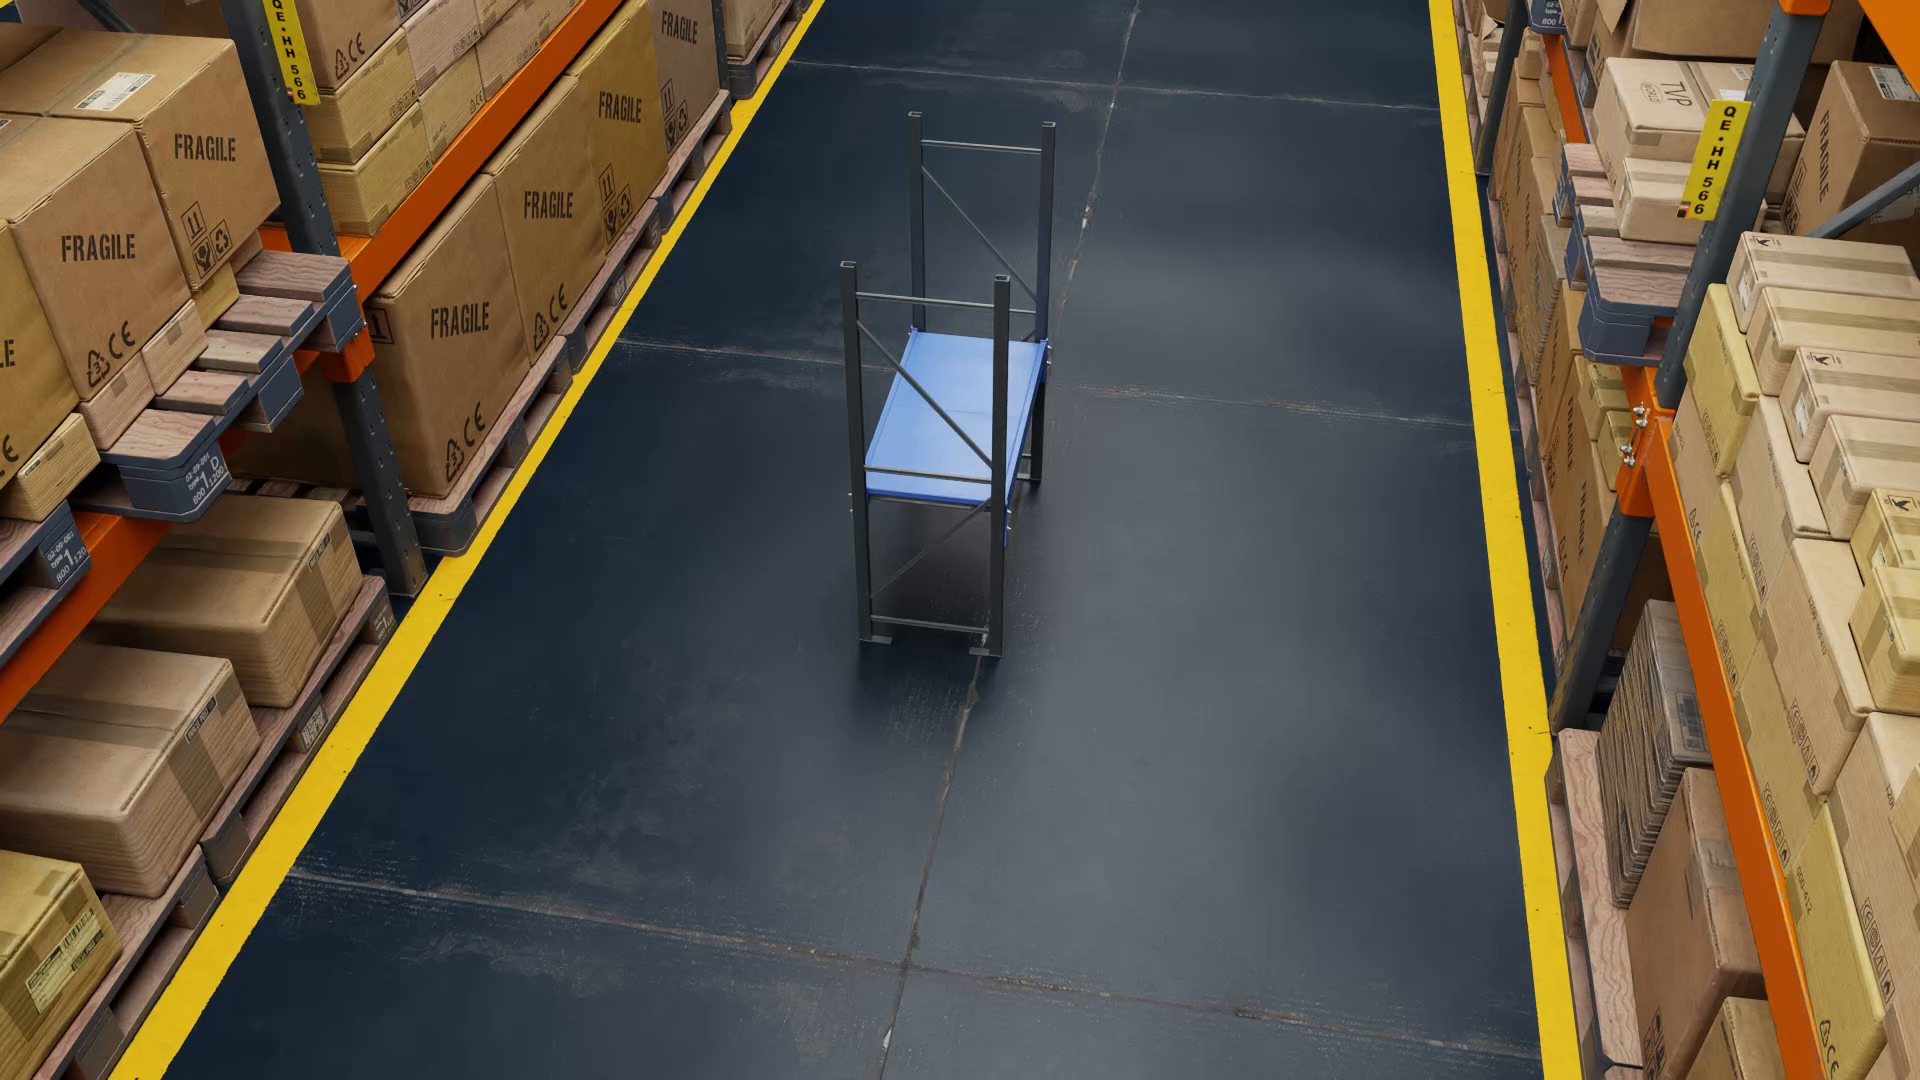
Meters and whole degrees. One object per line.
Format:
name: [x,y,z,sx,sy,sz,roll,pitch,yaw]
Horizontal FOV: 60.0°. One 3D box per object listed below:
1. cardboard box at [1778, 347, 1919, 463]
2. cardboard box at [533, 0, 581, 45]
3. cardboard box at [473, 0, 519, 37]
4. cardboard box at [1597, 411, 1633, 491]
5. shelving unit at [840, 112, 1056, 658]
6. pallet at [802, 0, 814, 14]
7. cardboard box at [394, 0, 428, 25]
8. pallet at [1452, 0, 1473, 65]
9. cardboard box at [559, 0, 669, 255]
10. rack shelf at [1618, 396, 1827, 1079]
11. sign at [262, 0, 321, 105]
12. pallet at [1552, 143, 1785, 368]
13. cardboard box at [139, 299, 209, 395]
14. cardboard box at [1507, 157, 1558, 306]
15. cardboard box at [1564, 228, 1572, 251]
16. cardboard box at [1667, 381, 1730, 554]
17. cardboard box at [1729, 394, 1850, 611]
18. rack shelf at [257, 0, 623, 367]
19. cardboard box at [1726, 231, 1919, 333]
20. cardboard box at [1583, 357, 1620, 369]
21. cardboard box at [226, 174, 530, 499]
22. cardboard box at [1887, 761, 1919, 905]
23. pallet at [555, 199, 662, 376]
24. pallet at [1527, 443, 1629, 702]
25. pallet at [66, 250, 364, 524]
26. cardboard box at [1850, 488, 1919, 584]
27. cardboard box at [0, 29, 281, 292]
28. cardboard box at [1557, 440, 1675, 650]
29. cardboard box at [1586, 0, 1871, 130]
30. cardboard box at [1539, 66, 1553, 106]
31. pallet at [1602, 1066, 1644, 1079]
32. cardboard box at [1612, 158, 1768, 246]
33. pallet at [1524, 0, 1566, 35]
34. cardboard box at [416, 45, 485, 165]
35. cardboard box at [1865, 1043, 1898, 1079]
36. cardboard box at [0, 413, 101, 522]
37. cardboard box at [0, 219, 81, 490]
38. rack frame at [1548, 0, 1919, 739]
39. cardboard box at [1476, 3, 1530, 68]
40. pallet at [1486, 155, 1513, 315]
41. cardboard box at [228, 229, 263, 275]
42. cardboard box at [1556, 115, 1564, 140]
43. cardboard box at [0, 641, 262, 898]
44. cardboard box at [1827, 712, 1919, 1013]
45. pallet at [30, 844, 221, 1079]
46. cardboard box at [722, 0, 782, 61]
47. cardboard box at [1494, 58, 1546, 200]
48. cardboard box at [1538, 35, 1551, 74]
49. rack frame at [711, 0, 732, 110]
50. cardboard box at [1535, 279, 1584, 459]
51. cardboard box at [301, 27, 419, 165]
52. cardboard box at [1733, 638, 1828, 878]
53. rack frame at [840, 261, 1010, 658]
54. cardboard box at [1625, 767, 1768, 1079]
cardboard box: [2.036,-0.278,3.644,0.380,0.149,0.250,7,40,9]
cardboard box: [-1.862,-2.218,6.696,0.500,0.250,0.500,6,40,8]
cardboard box: [-1.924,-2.095,6.155,0.500,0.250,0.500,6,40,8]
cardboard box: [2.281,-0.275,5.351,0.380,0.149,0.250,5,40,5]
shelving unit: [-0.015,-0.524,5.707,0.538,1.500,1.048,6,40,8]
pallet: [-1.335,-3.706,10.566,1.003,0.211,1.213,6,40,8]
cardboard box: [-2.042,-2.052,5.515,0.500,0.500,0.500,7,40,8]
pallet: [3.466,-3.123,9.862,1.003,0.211,1.213,6,40,8]
cardboard box: [-1.929,-1.921,7.557,0.875,0.875,0.875,7,40,9]
rack shelf: [2.099,1.044,3.198,1.077,0.370,4.000,6,40,8]
sign: [-1.908,-1.395,4.737,0.100,0.325,0.005,6,40,8]
pallet: [2.493,-0.848,5.072,1.213,0.211,1.003,6,40,8]
cardboard box: [-2.244,-0.528,4.402,0.380,0.149,0.250,6,40,7]
cardboard box: [2.659,-1.271,7.065,0.500,0.500,0.500,5,40,6]
cardboard box: [2.538,-1.104,6.354,0.380,0.149,0.250,5,40,6]
cardboard box: [2.128,-0.179,4.230,0.500,0.250,0.500,7,40,8]
cardboard box: [2.040,-0.058,3.691,0.500,0.250,0.500,8,40,9]
rack shelf: [-2.098,-2.011,6.893,1.077,0.370,4.000,6,40,8]
cardboard box: [2.100,-0.610,4.046,0.380,0.149,0.250,8,40,9]
cardboard box: [2.387,-0.610,5.757,0.380,0.149,0.250,5,40,6]
cardboard box: [-2.243,-0.801,6.202,0.875,0.875,0.875,6,40,7]
cardboard box: [1.755,0.514,2.686,0.380,0.149,0.250,5,40,6]
pallet: [-2.020,-1.209,7.546,1.003,0.211,1.213,6,40,8]
pallet: [2.612,0.122,5.937,1.003,0.211,1.213,6,40,8]
pallet: [-2.463,-0.501,4.652,1.213,0.211,1.003,6,40,8]
cardboard box: [1.989,0.049,3.249,0.380,0.149,0.250,7,40,8]
cardboard box: [-2.249,-1.033,4.503,0.500,0.500,0.500,5,40,6]
cardboard box: [2.307,0.024,5.499,0.500,0.500,0.500,7,40,9]
cardboard box: [2.545,-1.735,5.584,0.797,0.503,0.637,6,40,7]
cardboard box: [2.841,-2.069,7.522,0.380,0.149,0.250,5,40,6]
pallet: [2.051,1.862,3.832,1.003,0.211,1.213,6,40,8]
cardboard box: [2.181,-1.008,4.983,0.380,0.149,0.250,7,40,8]
pallet: [2.891,-2.435,6.992,1.003,0.211,1.213,6,40,8]
cardboard box: [-2.040,-1.579,5.924,0.500,0.250,0.500,5,40,6]
cardboard box: [1.780,1.110,2.671,0.500,0.250,0.500,7,40,8]
cardboard box: [-2.329,-0.196,4.001,0.380,0.149,0.250,7,40,8]
cardboard box: [-2.414,-0.390,3.726,0.500,0.500,0.500,4,40,5]
rack frame: [2.445,-0.489,4.487,1.000,3.000,0.127,6,40,8]
cardboard box: [3.006,-2.713,8.994,0.396,0.266,0.258,8,40,9]
pallet: [3.034,-1.409,7.789,1.003,0.211,1.213,6,40,8]
cardboard box: [-2.269,-0.867,4.812,0.380,0.149,0.250,8,40,9]
cardboard box: [2.774,-1.733,7.116,0.380,0.149,0.250,6,40,7]
cardboard box: [-2.672,0.635,4.861,0.950,0.372,0.625,6,40,7]
cardboard box: [1.868,0.592,2.905,0.500,0.250,0.500,7,40,8]
pallet: [-2.794,1.295,4.518,1.003,0.211,1.213,6,40,8]
cardboard box: [-1.538,-3.100,9.327,0.875,0.438,0.875,6,40,7]
cardboard box: [2.832,-1.919,7.849,0.500,0.500,0.500,8,40,10]
cardboard box: [2.815,-2.198,7.444,0.380,0.149,0.250,5,40,6]
rack frame: [-1.752,-3.544,8.182,1.000,3.000,0.127,6,40,8]
cardboard box: [2.491,-0.618,6.275,0.500,0.500,0.500,8,40,10]
cardboard box: [-2.113,-1.459,5.386,0.500,0.250,0.500,6,40,7]
cardboard box: [1.953,0.460,3.457,0.500,0.250,0.500,5,40,6]
rack frame: [-0.103,-0.205,5.321,0.500,1.500,0.032,6,40,8]
cardboard box: [2.218,1.066,4.141,0.875,0.625,0.625,8,40,9]
